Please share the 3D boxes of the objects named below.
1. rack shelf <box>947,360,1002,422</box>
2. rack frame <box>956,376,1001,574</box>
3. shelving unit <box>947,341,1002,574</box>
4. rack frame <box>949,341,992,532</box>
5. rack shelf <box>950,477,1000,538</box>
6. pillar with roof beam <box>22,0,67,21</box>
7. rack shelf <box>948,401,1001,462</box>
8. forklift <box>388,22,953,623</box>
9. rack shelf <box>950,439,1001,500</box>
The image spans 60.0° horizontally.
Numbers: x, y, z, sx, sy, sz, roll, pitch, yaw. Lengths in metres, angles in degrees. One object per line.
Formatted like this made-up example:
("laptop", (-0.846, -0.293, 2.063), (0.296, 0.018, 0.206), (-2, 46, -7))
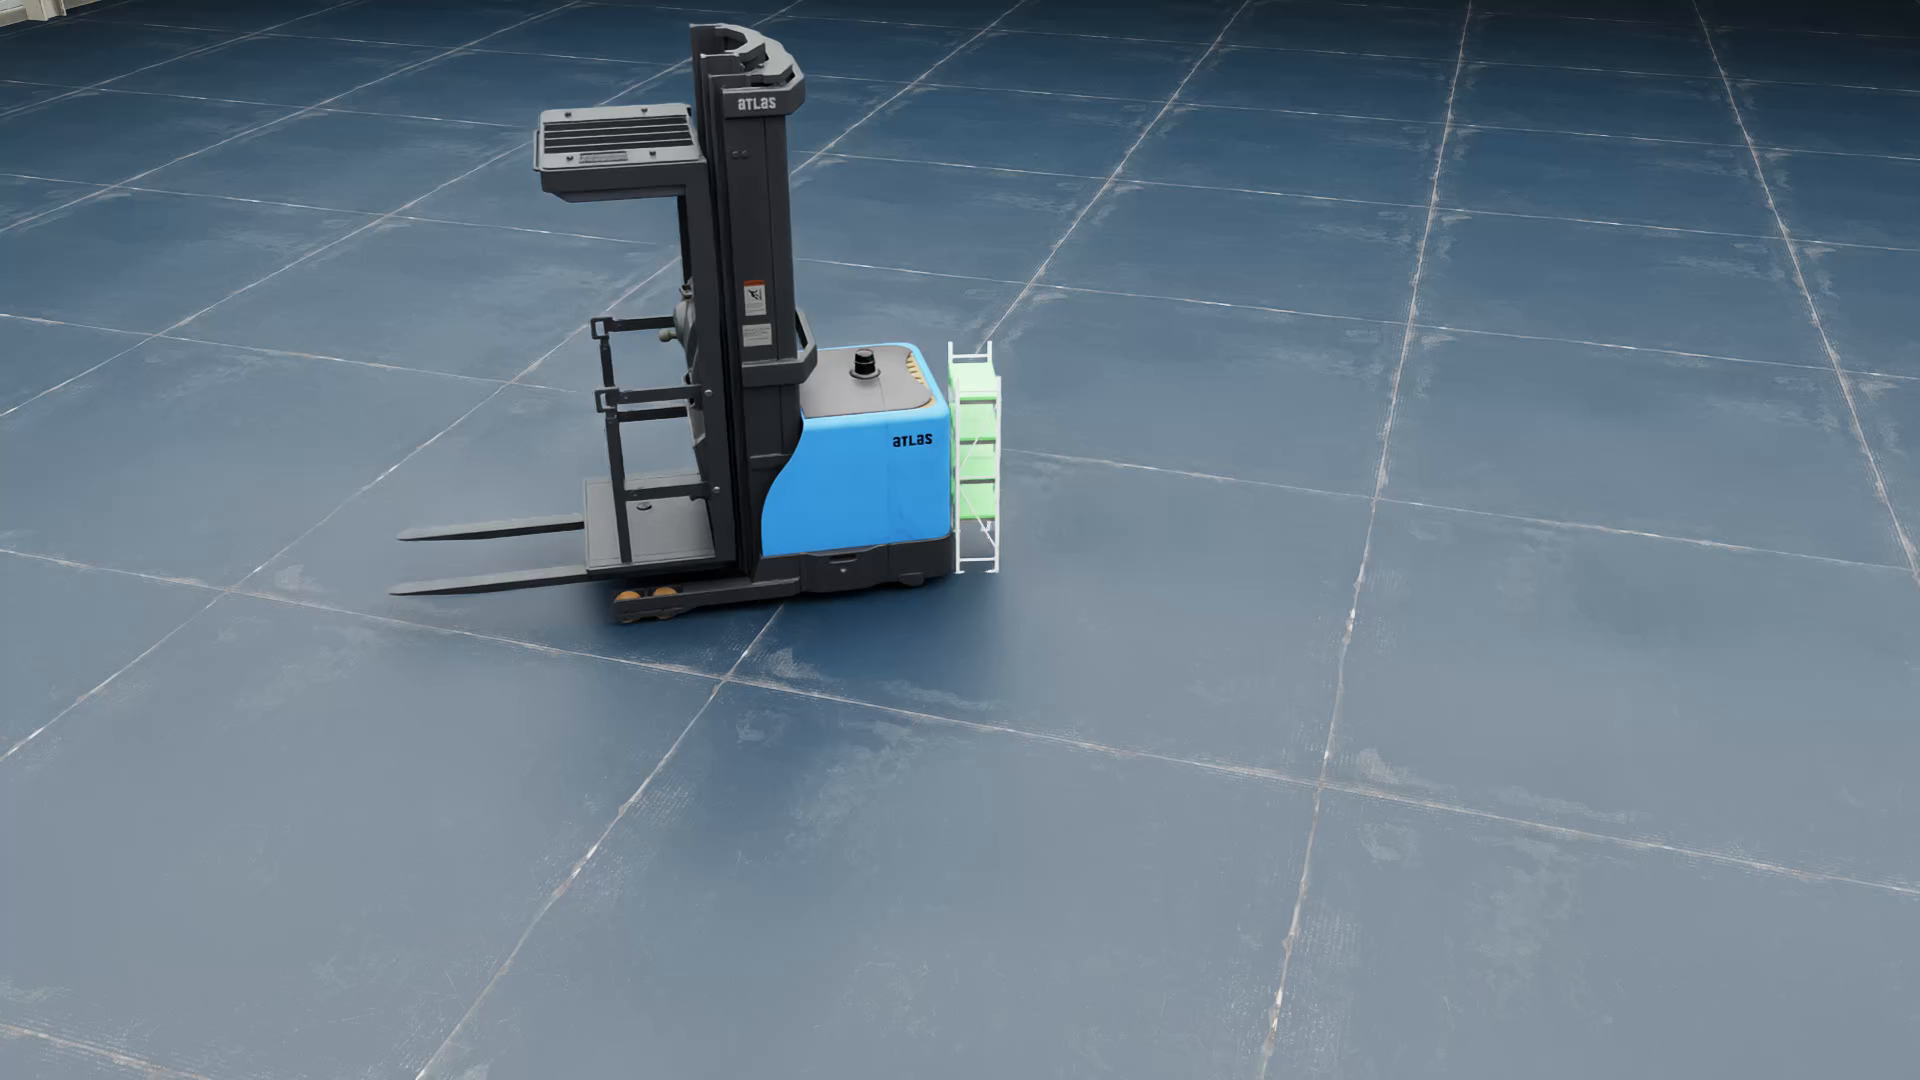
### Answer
("rack shelf", (0.076, -0.823, 9.139), (0.258, 0.148, 0.480), (-2, 29, -4))
("rack frame", (0.097, -0.341, 9.129), (0.240, 1.200, 0.015), (-2, 29, -4))
("shelving unit", (0.076, -0.459, 9.341), (0.258, 1.200, 0.503), (-2, 29, -4))
("rack frame", (0.056, -0.578, 9.554), (0.240, 1.200, 0.015), (-2, 29, -4))
("rack shelf", (0.076, -0.194, 9.489), (0.258, 0.148, 0.480), (-2, 29, -4))
("pillar with roof beam", (-8.200, -10.369, 19.134), (9.100, 9.000, 0.400), (8, 30, 15))
("rack shelf", (0.076, -0.613, 9.256), (0.258, 0.148, 0.480), (-2, 29, -4))
("forklift", (-1.612, -1.117, 8.743), (3.031, 2.935, 1.130), (-6, 30, -11))
("rack shelf", (0.076, -0.404, 9.372), (0.258, 0.148, 0.480), (-2, 29, -4))
